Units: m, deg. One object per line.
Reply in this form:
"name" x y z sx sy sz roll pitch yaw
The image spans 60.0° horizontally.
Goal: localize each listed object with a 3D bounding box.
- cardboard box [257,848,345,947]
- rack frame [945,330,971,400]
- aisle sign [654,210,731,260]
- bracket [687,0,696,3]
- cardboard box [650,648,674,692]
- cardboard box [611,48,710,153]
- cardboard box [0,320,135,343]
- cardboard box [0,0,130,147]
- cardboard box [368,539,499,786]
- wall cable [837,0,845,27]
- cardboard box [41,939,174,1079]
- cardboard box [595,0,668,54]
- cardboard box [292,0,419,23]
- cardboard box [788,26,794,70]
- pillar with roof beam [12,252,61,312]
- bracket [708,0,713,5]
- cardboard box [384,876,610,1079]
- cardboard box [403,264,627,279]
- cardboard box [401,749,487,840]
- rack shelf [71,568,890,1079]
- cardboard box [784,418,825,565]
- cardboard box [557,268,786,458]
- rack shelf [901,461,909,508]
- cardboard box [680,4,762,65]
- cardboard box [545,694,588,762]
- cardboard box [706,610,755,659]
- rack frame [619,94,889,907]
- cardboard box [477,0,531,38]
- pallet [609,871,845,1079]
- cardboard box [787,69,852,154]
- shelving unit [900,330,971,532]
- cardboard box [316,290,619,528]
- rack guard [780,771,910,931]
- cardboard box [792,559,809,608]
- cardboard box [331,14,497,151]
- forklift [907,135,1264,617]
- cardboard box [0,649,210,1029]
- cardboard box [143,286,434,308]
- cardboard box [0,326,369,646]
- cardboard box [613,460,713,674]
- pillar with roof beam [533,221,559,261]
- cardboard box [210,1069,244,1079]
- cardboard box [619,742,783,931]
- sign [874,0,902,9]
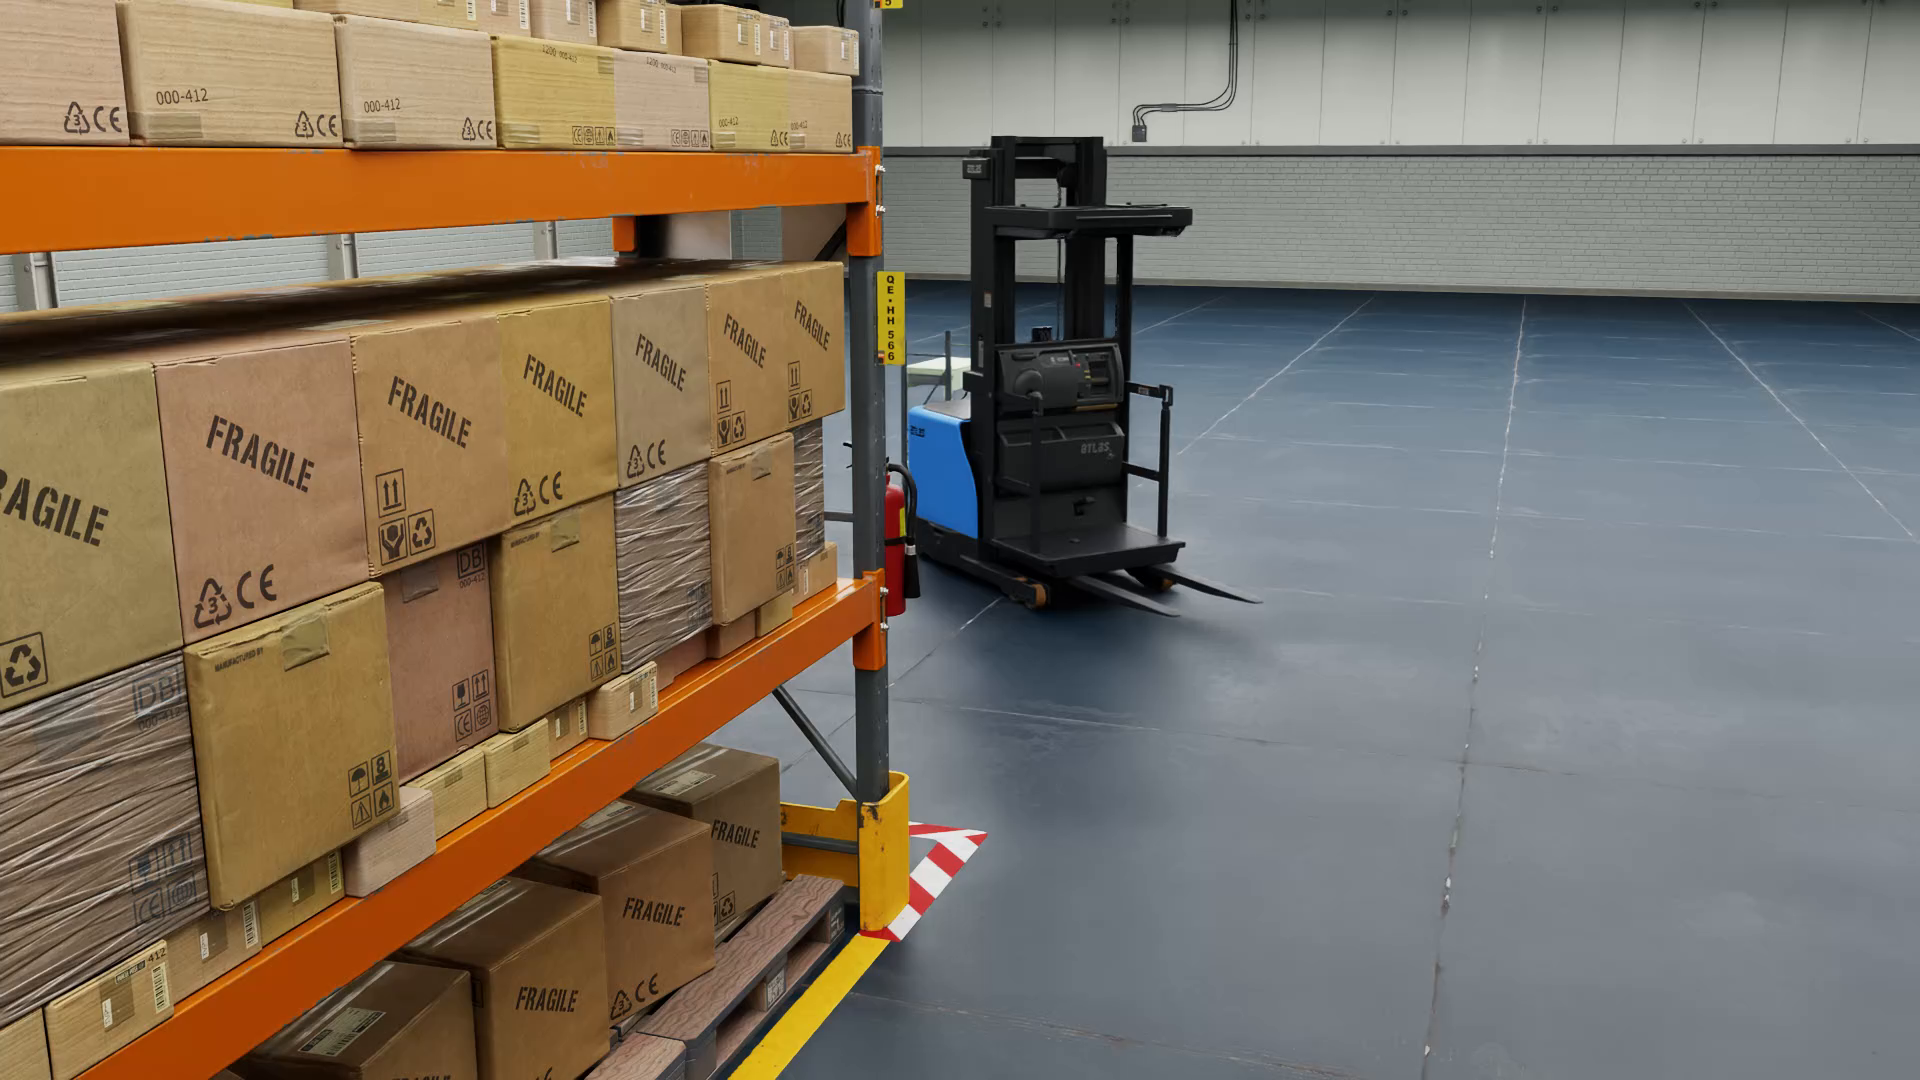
"cardboard box" -1.481 0.676 3.351 0.380 0.149 0.250 4 14 18
"rack frame" 0.071 -0.864 12.902 0.400 1.500 0.023 6 14 25
"aisle sign" -1.025 -1.408 6.072 0.394 0.787 0.004 4 14 18
"bracket" -6.006 -11.977 36.652 0.235 0.232 0.430 4 14 18
"cardboard box" -1.047 0.356 4.751 0.380 0.149 0.250 4 14 18
"cardboard box" -1.009 -1.162 4.436 0.500 0.250 0.500 5 14 20
"cardboard box" -2.009 -0.165 3.328 0.500 0.500 0.500 4 14 18
"cardboard box" -1.667 -0.729 2.537 0.500 0.250 0.500 4 13 16
"cardboard box" -1.589 0.237 3.814 0.875 0.500 0.500 4 14 18
"wall cable" -1.443 -11.614 38.778 3.097 2.526 0.112 4 14 18
"cardboard box" -1.608 0.784 2.878 0.380 0.149 0.250 4 14 18
"cardboard box" -0.983 -1.335 4.296 0.380 0.149 0.250 4 13 16
"cardboard box" -1.321 -1.114 3.330 0.380 0.149 0.250 4 13 17
"cardboard box" -0.751 -1.562 5.291 0.380 0.149 0.250 4 13 17
"pillar with roof beam" -7.958 -6.235 19.584 9.100 9.000 0.400 4 14 18
"bracket" -5.737 -12.152 37.417 0.235 0.232 0.430 4 14 18
"cardboard box" -1.360 1.297 4.737 0.500 0.500 0.500 6 14 24
"cardboard box" -1.365 -0.586 5.174 0.500 0.500 0.500 4 14 18
"cardboard box" -1.320 0.570 3.812 0.380 0.149 0.250 4 14 18
"rack shelf" -1.408 0.666 4.445 1.077 0.370 4.000 4 14 18
"cardboard box" -0.965 -0.186 5.667 0.875 0.500 0.500 4 14 18
"cardboard box" -0.861 -0.548 5.006 0.500 0.500 0.500 4 14 18
"rack shelf" -0.089 -0.473 12.653 0.431 0.370 0.720 6 14 25
"cardboard box" -0.794 -1.442 4.765 0.380 0.149 0.250 4 14 19
"cardboard box" -1.190 0.463 4.284 0.380 0.149 0.250 4 14 18
"cardboard box" -0.867 0.252 5.207 0.380 0.149 0.250 4 14 18
"rack frame" -0.761 -0.106 6.210 1.000 3.000 0.127 4 14 18
"cardboard box" -1.221 -1.227 3.824 0.380 0.149 0.250 5 14 20
"pallet" -1.082 1.438 5.712 1.003 0.211 1.213 4 14 18
"cardboard box" -0.676 -1.375 5.368 0.500 0.250 0.500 5 14 20
"shelving unit" -0.089 -0.790 12.581 0.431 1.500 0.755 6 14 25
"cardboard box" -1.195 -0.338 4.087 0.500 0.500 0.500 4 14 18
"rack guard" -0.785 1.129 6.418 1.175 0.500 0.348 4 14 18
"cardboard box" -0.739 0.144 5.679 0.380 0.149 0.250 4 14 18
"cardboard box" -1.330 -0.945 3.482 0.500 0.250 0.500 4 13 16
"forklift" 0.775 -1.103 10.735 1.130 2.935 3.031 -7 15 -29
"cardboard box" -1.851 0.453 2.871 0.875 0.500 0.500 4 14 18
"cardboard box" -1.682 -0.375 4.249 0.500 0.500 0.500 4 14 18
"cardboard box" -1.509 -0.126 3.161 0.500 0.500 0.500 4 14 18
"cardboard box" -1.216 0.031 4.720 0.875 0.500 0.500 4 14 18
"pillar with roof beam" -4.075 -8.762 30.654 9.100 9.000 0.400 4 14 18
"cardboard box" -1.710 1.548 3.638 0.500 0.500 0.500 10 16 36
"cardboard box" -0.979 1.039 5.870 0.500 0.500 0.500 7 15 29
"sign" -0.242 -1.956 5.584 0.100 0.325 0.005 4 14 18
